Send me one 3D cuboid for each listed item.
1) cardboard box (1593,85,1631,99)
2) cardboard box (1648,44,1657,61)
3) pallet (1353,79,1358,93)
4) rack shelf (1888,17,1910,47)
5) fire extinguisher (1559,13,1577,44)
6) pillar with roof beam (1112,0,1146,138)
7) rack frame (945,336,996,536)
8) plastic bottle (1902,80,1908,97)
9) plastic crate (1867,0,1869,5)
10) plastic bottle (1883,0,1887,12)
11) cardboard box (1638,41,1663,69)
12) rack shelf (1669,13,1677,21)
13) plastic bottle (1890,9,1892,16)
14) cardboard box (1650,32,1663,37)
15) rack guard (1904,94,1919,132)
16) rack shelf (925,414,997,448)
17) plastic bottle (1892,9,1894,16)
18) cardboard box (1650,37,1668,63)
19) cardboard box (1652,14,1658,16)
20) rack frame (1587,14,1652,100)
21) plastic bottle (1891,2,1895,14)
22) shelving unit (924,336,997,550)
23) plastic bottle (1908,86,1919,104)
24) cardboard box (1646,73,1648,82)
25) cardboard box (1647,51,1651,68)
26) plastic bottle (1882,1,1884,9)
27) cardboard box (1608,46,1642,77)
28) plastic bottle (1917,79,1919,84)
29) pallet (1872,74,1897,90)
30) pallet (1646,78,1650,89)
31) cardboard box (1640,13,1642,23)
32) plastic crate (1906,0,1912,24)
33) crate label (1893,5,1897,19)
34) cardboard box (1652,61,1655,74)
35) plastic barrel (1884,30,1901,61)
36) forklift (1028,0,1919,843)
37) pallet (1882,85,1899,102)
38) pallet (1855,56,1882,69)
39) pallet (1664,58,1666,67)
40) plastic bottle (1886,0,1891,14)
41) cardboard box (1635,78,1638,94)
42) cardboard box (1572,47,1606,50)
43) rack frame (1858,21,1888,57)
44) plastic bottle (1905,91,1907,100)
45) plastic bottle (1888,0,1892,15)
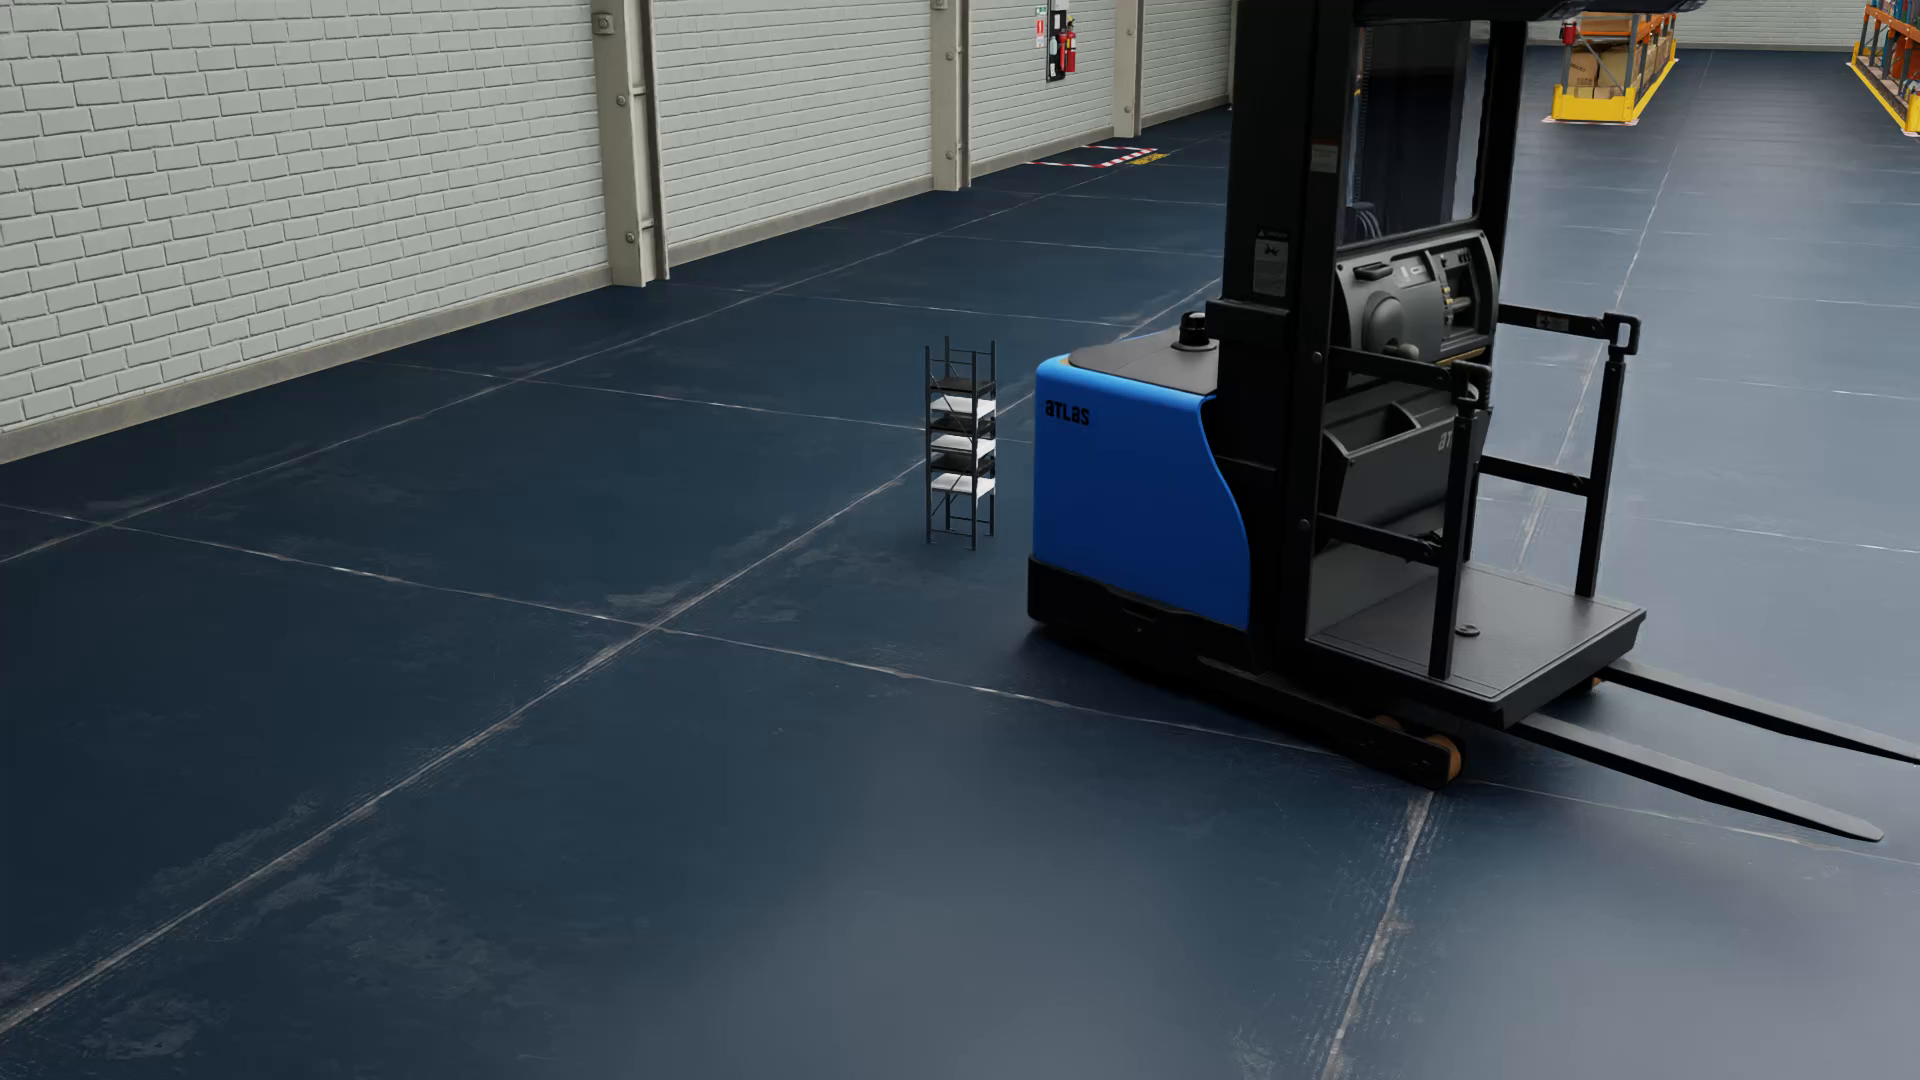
[{"bbox_3d":[10.260,-7.007,26.171,0.500,0.250,0.500,9,21,23],"label":"cardboard box"},{"bbox_3d":[13.124,-9.389,32.034,0.500,0.311,0.500,9,22,24],"label":"cardboard box"},{"bbox_3d":[6.712,-8.348,30.628,1.003,0.211,1.213,9,21,23],"label":"pallet"},{"bbox_3d":[16.812,-8.785,28.769,1.077,0.370,4.000,9,21,23],"label":"rack shelf"},{"bbox_3d":[9.366,-7.962,25.496,0.296,0.674,0.183,9,21,23],"label":"fire extinguisher"},{"bbox_3d":[6.285,-9.384,20.426,9.100,9.000,0.400,9,21,23],"label":"pillar with roof beam"},{"bbox_3d":[0.045,-0.458,7.412,0.240,0.900,0.006,9,21,23],"label":"rack frame"},{"bbox_3d":[15.355,-7.297,26.919,0.152,0.276,0.135,9,22,25],"label":"plastic bottle"},{"bbox_3d":[20.299,-11.968,36.950,0.250,0.136,0.298,9,21,23],"label":"plastic crate"},{"bbox_3d":[18.582,-10.699,33.262,0.152,0.276,0.135,9,21,23],"label":"plastic bottle"},{"bbox_3d":[13.980,-9.860,33.790,0.500,0.500,0.500,8,21,22],"label":"cardboard box"},{"bbox_3d":[15.571,-11.912,37.560,1.077,0.370,4.000,9,21,23],"label":"rack shelf"},{"bbox_3d":[17.765,-10.077,31.623,0.097,0.201,0.097,0,20,0],"label":"plastic bottle"},{"bbox_3d":[15.516,-11.246,37.682,0.797,0.503,0.637,9,21,23],"label":"cardboard box"},{"bbox_3d":[14.343,-6.142,23.994,1.175,0.500,0.348,9,21,23],"label":"rack guard"},{"bbox_3d":[0.003,-0.480,7.306,0.258,0.077,0.200,9,21,23],"label":"rack shelf"},{"bbox_3d":[17.566,-9.928,31.204,0.097,0.201,0.097,0,20,0],"label":"plastic bottle"},{"bbox_3d":[14.811,-10.479,35.531,0.500,0.500,0.500,8,21,22],"label":"cardboard box"},{"bbox_3d":[12.998,-9.985,31.445,0.380,0.149,0.250,9,21,23],"label":"cardboard box"},{"bbox_3d":[11.476,-9.194,28.844,1.000,3.000,0.127,9,21,23],"label":"rack frame"},{"bbox_3d":[17.726,-10.080,31.527,0.097,0.271,0.097,0,20,0],"label":"plastic bottle"},{"bbox_3d":[0.003,-0.426,7.325,0.258,0.900,0.210,9,21,23],"label":"shelving unit"},{"bbox_3d":[14.836,-6.909,25.828,0.152,0.276,0.135,9,21,23],"label":"plastic bottle"},{"bbox_3d":[12.287,-8.500,30.371,0.500,0.250,0.500,8,21,21],"label":"cardboard box"},{"bbox_3d":[12.293,-8.763,30.273,0.500,0.311,0.500,8,21,21],"label":"cardboard box"},{"bbox_3d":[18.730,-10.850,33.675,0.061,0.283,0.133,9,21,23],"label":"plastic bottle"},{"bbox_3d":[11.069,-7.973,27.769,0.500,0.500,0.500,9,21,23],"label":"cardboard box"},{"bbox_3d":[15.416,-7.263,26.711,0.144,0.351,0.185,9,21,23],"label":"plastic bottle"},{"bbox_3d":[17.916,-8.669,31.529,1.003,0.211,1.213,9,21,23],"label":"pallet"},{"bbox_3d":[12.741,-8.856,32.057,1.003,0.211,1.213,9,21,23],"label":"pallet"},{"bbox_3d":[11.300,-9.104,28.443,0.700,0.500,0.500,8,21,21],"label":"cardboard box"},{"bbox_3d":[16.161,-8.885,28.001,0.392,0.384,0.575,9,21,23],"label":"plastic crate"},{"bbox_3d":[17.117,-9.580,30.179,0.303,0.233,0.416,9,21,23],"label":"crate label"},{"bbox_3d":[13.121,-9.125,32.126,0.500,0.250,0.500,9,22,24],"label":"cardboard box"},{"bbox_3d":[18.741,-9.787,33.018,0.600,0.901,0.708,9,21,23],"label":"plastic barrel"},{"bbox_3d":[1.657,-0.793,5.324,1.130,2.935,3.031,-18,27,-42],"label":"forklift"},{"bbox_3d":[16.778,-7.819,29.139,1.003,0.211,1.213,9,21,23],"label":"pallet"},{"bbox_3d":[20.534,-10.621,37.018,1.003,0.211,1.213,9,21,23],"label":"pallet"},{"bbox_3d":[15.034,-10.535,36.778,1.003,0.211,1.213,9,21,23],"label":"pallet"},{"bbox_3d":[18.258,-10.457,32.581,0.152,0.276,0.135,9,21,23],"label":"plastic bottle"},{"bbox_3d":[11.080,-7.618,27.890,0.500,0.250,0.500,9,21,23],"label":"cardboard box"},{"bbox_3d":[10.388,-7.892,27.541,0.500,0.500,0.500,9,21,23],"label":"cardboard box"},{"bbox_3d":[20.907,-12.181,37.245,1.000,3.000,0.127,9,21,23],"label":"rack frame"},{"bbox_3d":[15.070,-7.071,26.395,0.097,0.201,0.097,0,20,0],"label":"plastic bottle"},{"bbox_3d":[18.006,-10.310,32.156,0.061,0.283,0.133,9,21,23],"label":"plastic bottle"}]
